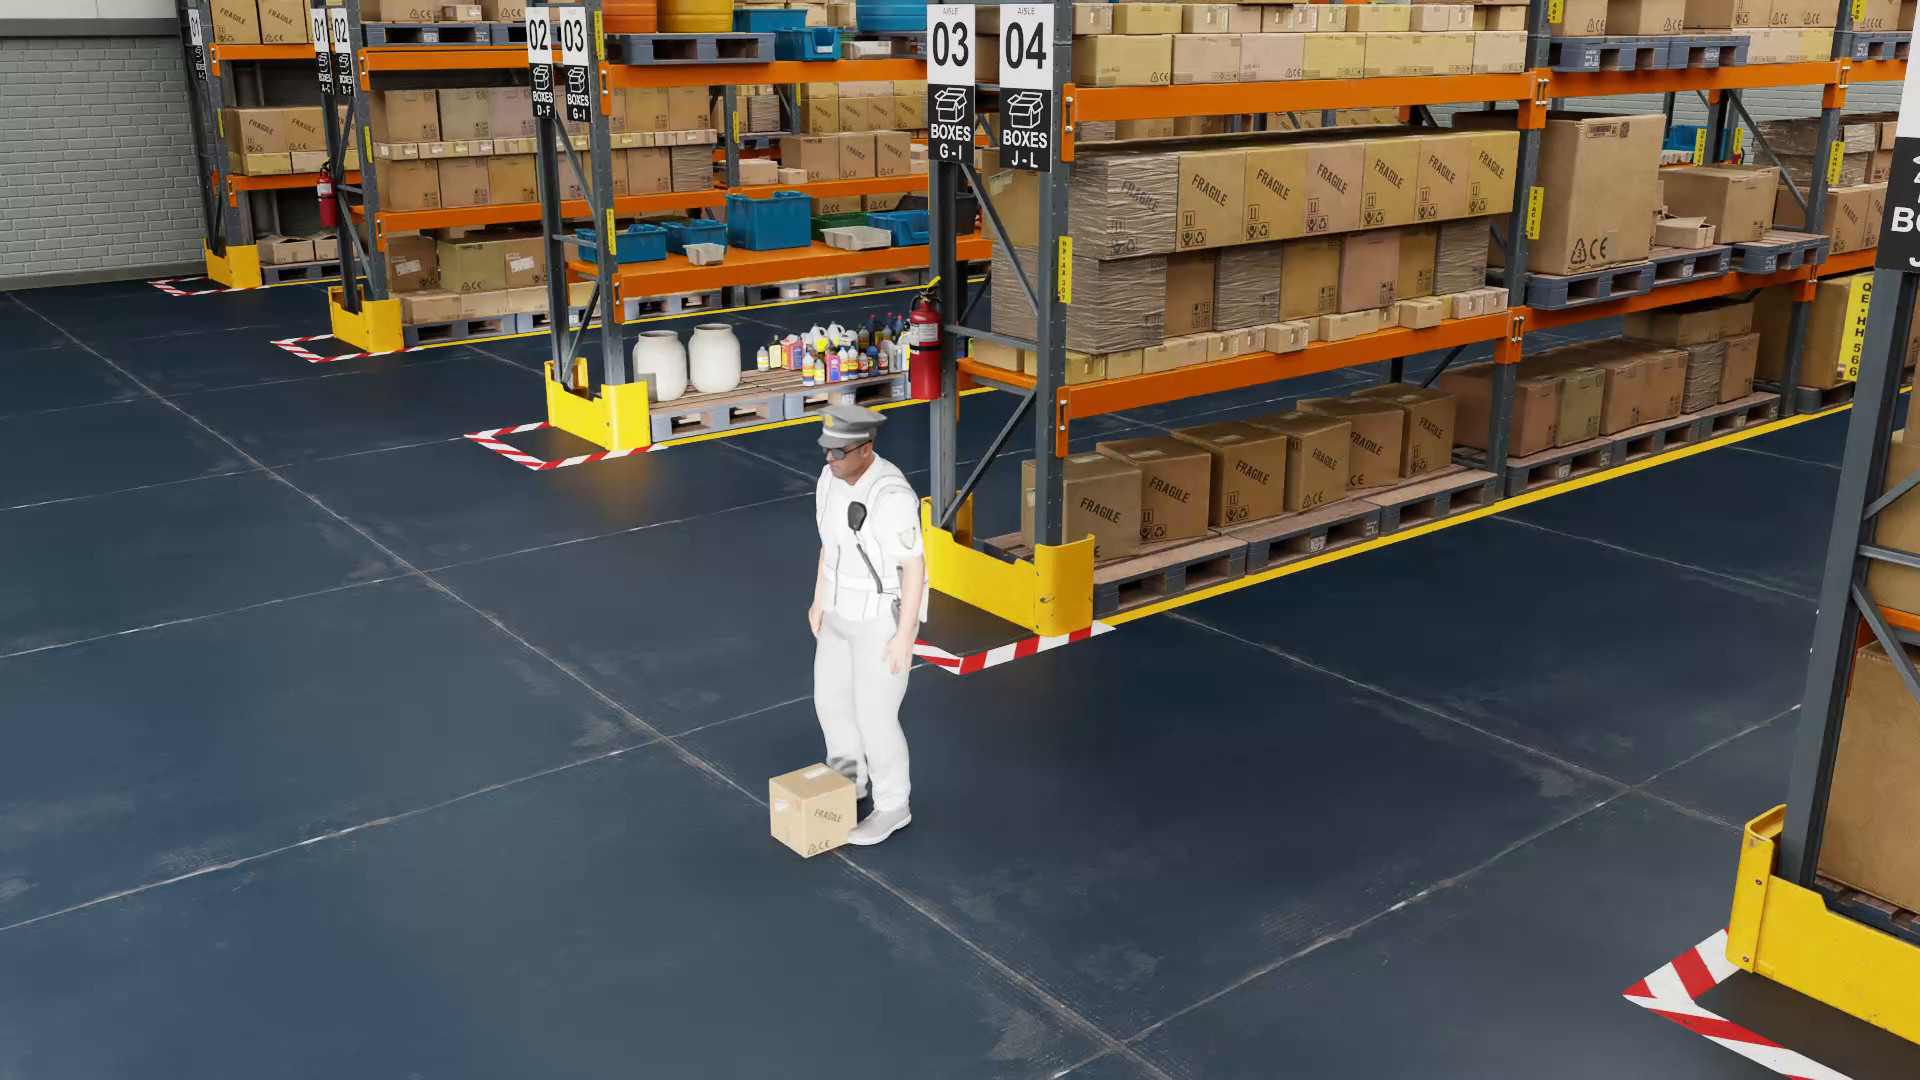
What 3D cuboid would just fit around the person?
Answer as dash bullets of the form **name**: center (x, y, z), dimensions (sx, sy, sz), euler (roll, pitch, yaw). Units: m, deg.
- **person**: center (-0.370, 0.308, 6.572), dimensions (0.437, 1.744, 0.594), euler (-15, 23, -39)
